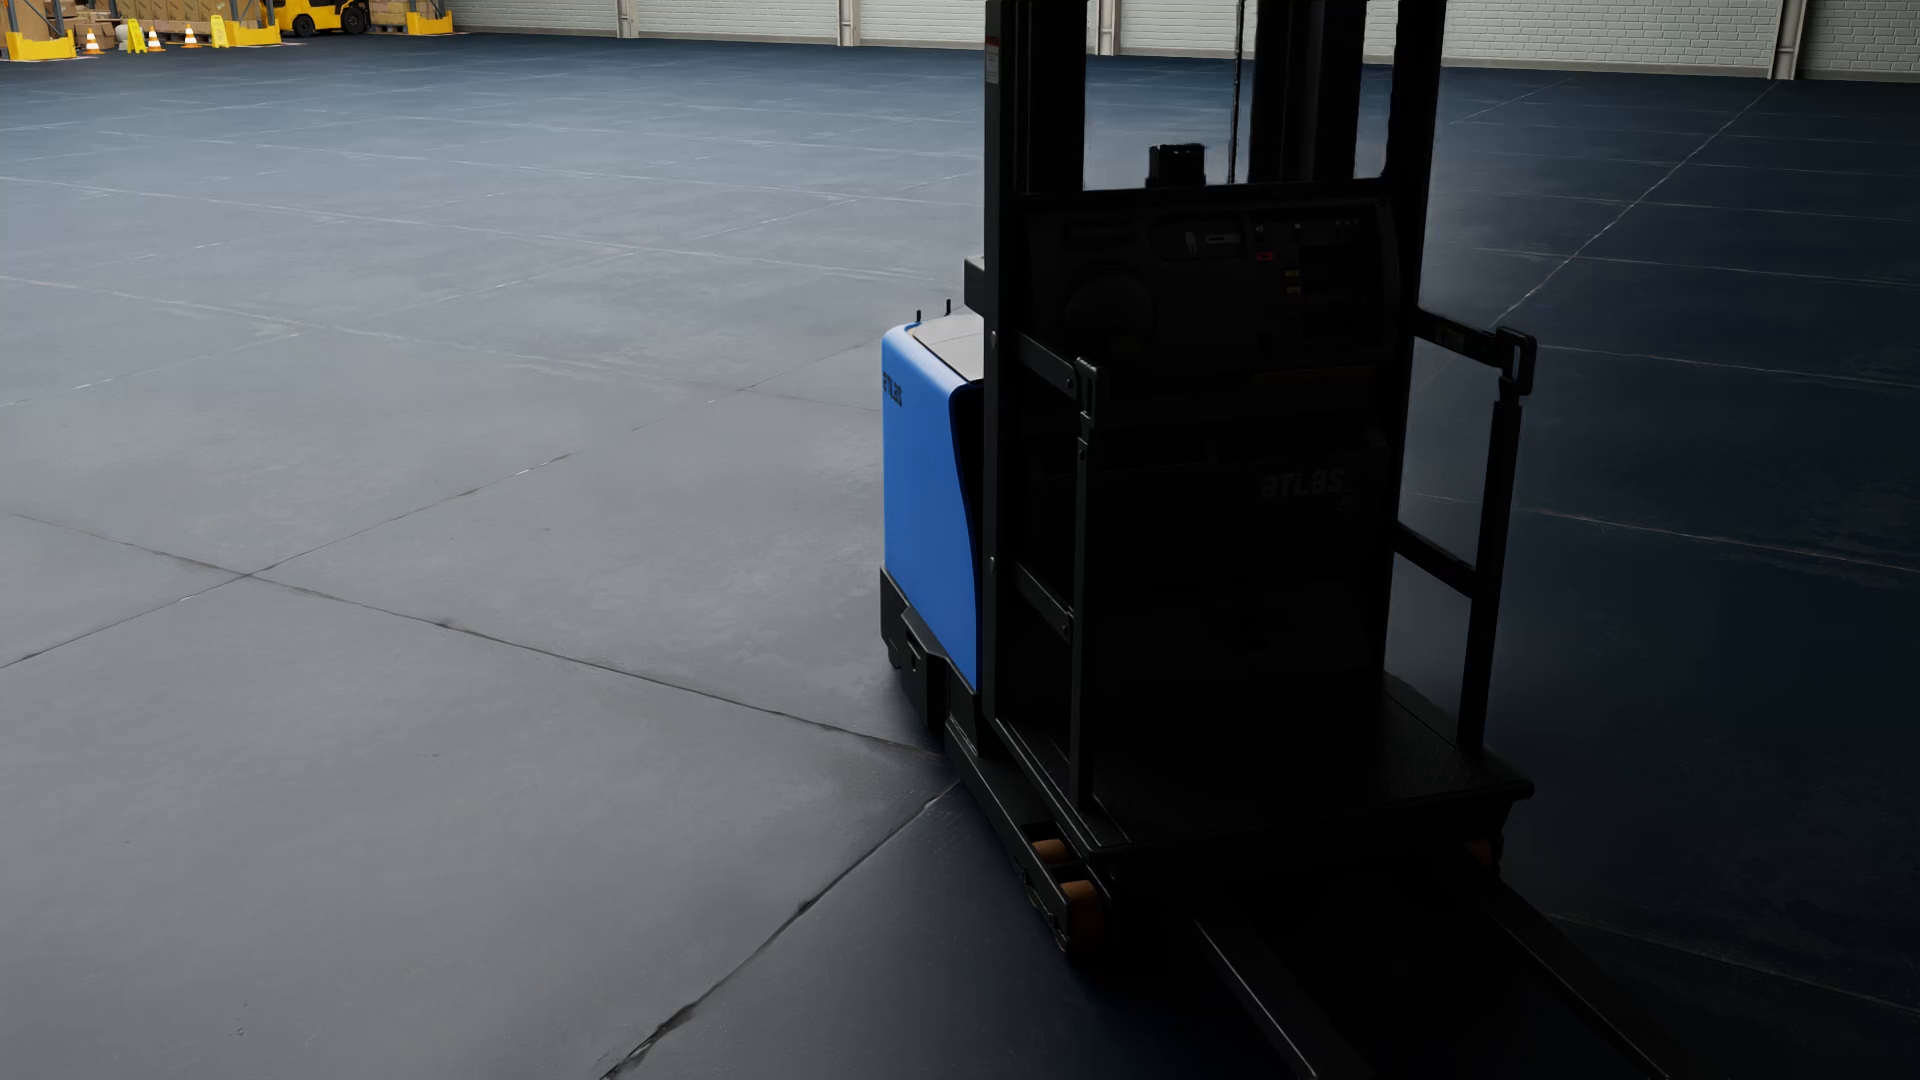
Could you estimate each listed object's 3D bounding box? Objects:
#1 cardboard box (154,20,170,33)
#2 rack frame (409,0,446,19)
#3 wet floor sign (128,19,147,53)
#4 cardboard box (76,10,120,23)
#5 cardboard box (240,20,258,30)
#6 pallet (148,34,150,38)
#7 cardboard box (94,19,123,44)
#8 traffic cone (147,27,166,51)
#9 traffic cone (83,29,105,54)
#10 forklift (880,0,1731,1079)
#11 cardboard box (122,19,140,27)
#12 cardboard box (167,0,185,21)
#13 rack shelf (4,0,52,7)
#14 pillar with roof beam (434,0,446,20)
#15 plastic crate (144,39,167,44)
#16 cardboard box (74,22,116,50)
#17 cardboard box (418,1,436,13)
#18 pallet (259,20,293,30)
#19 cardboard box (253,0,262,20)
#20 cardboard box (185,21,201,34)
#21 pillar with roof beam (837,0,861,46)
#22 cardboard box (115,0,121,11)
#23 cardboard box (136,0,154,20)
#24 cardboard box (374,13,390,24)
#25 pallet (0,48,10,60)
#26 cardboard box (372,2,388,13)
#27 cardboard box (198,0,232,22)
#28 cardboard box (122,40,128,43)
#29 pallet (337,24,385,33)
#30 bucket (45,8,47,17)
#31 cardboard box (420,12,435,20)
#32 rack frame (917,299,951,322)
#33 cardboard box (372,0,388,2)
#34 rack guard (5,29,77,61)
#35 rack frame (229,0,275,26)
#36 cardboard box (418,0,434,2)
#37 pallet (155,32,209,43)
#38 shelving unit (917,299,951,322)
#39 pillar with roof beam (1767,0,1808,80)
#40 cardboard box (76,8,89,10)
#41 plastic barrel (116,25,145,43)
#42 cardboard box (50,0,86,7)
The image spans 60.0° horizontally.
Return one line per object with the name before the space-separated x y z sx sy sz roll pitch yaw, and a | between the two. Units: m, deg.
cardboard box | -17.250 -11.260 36.425 0.500 0.250 0.500 10 22 27
rack frame | -12.660 -13.520 39.238 0.127 3.000 1.000 11 23 27
wet floor sign | -16.412 -10.029 33.067 0.232 0.644 0.267 7 21 18
cardboard box | -19.658 -11.874 37.938 0.625 0.372 0.950 12 23 31
cardboard box | -15.647 -11.163 36.156 0.500 0.250 0.500 11 22 27
pallet | -19.250 -11.525 37.827 1.213 0.211 1.003 11 23 27
cardboard box | -18.297 -10.950 35.814 0.500 0.500 0.500 -7 21 -20
traffic cone | -16.326 -10.149 33.666 0.334 0.463 0.336 11 23 27
traffic cone | -17.174 -9.870 32.895 0.334 0.463 0.336 11 23 27
forklift | 0.663 -0.589 3.691 1.130 2.935 3.031 -6 21 -16
cardboard box | -18.186 -11.433 36.901 0.500 0.250 0.500 10 22 25
cardboard box | -16.798 -11.526 36.058 0.500 0.500 0.500 10 22 26
rack shelf | -19.149 -10.546 32.093 4.000 0.370 1.077 11 23 27
pillar with roof beam | -14.927 -15.443 35.740 0.400 9.000 9.100 11 23 27
plastic crate | -17.598 -10.829 36.101 0.583 0.080 0.402 3 20 9
cardboard box | -17.845 -10.406 34.315 0.637 0.503 0.797 -4 20 -10
cardboard box | -12.969 -12.800 39.936 0.500 0.250 0.500 11 23 28
pallet | -16.814 -12.985 41.853 1.213 0.211 1.003 11 23 27
cardboard box | -17.286 -13.481 41.997 0.625 0.625 0.875 11 22 27
cardboard box | -16.362 -11.089 35.953 0.500 0.250 0.500 11 23 27
pillar with roof beam | -4.451 -13.447 30.239 0.400 9.000 9.100 11 23 27
cardboard box | -22.354 -14.305 44.451 0.500 0.500 0.500 10 22 27
cardboard box | -17.713 -11.700 36.538 0.500 0.500 0.500 12 23 29
cardboard box | -13.653 -12.494 39.827 0.500 0.250 0.500 11 23 27
pallet | -18.139 -9.350 31.831 1.213 0.211 1.003 11 23 27
cardboard box | -13.670 -12.734 39.755 0.500 0.250 0.500 11 22 27
cardboard box | -15.904 -11.355 35.585 0.500 0.500 0.500 11 23 28
cardboard box | -17.206 -10.318 34.591 0.380 0.149 0.250 -11 23 -29
pallet | -14.409 -12.527 40.590 1.213 0.211 1.003 11 23 27
bucket | -19.652 -11.056 35.016 0.726 0.611 0.620 -16 16 -38
cardboard box | -12.993 -12.565 40.021 0.500 0.250 0.500 11 23 28
rack frame | -0.096 -0.441 6.262 0.006 0.900 0.240 11 23 27
cardboard box | -13.662 -12.962 39.649 0.500 0.250 0.500 11 23 28
rack guard | -17.382 -9.372 31.469 0.348 0.500 1.175 11 23 27
rack frame | -15.077 -12.042 35.162 0.127 3.000 1.000 11 23 27
cardboard box | -12.987 -13.031 39.840 0.500 0.250 0.500 10 22 26
pallet | -16.896 -11.092 36.634 1.213 0.211 1.003 11 23 27
shelving unit | -0.007 -0.424 6.215 0.210 0.900 0.258 11 23 27
pillar with roof beam | 11.263 -10.454 21.987 0.400 9.000 9.100 11 23 27
cardboard box | -23.766 -14.378 45.168 0.250 0.149 0.380 10 22 26
plastic barrel | -17.619 -10.723 35.306 0.512 0.421 0.421 -7 21 -20
cardboard box | -24.507 -14.747 45.670 0.500 0.500 0.700 10 22 25
